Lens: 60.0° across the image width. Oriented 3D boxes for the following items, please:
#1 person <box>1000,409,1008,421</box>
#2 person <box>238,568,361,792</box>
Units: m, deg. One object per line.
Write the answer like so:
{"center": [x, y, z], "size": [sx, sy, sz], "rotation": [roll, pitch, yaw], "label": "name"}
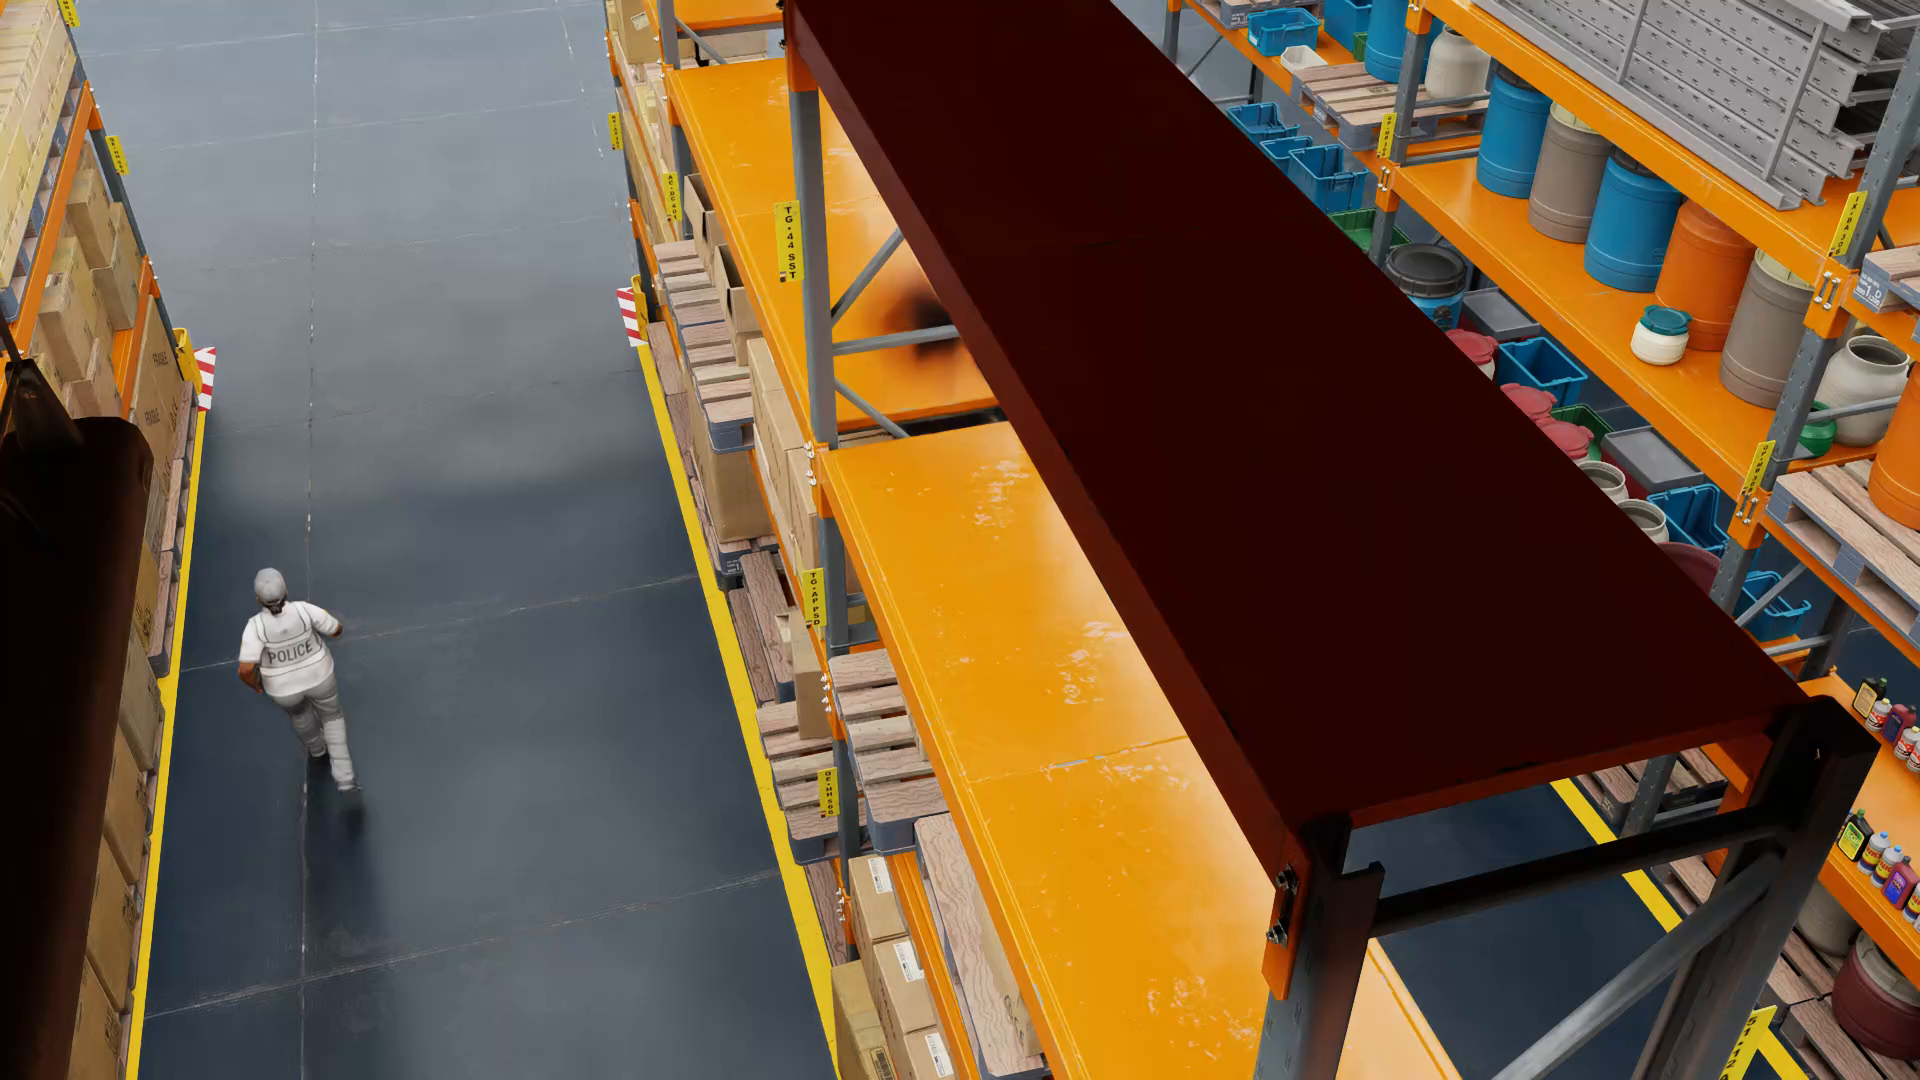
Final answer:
{"center": [0.247, -1.517, 13.324], "size": [0.718, 1.746, 0.833], "rotation": [-18, 42, -21], "label": "person"}
{"center": [-4.093, 0.879, 10.347], "size": [0.637, 1.656, 0.907], "rotation": [-17, 42, -21], "label": "person"}
